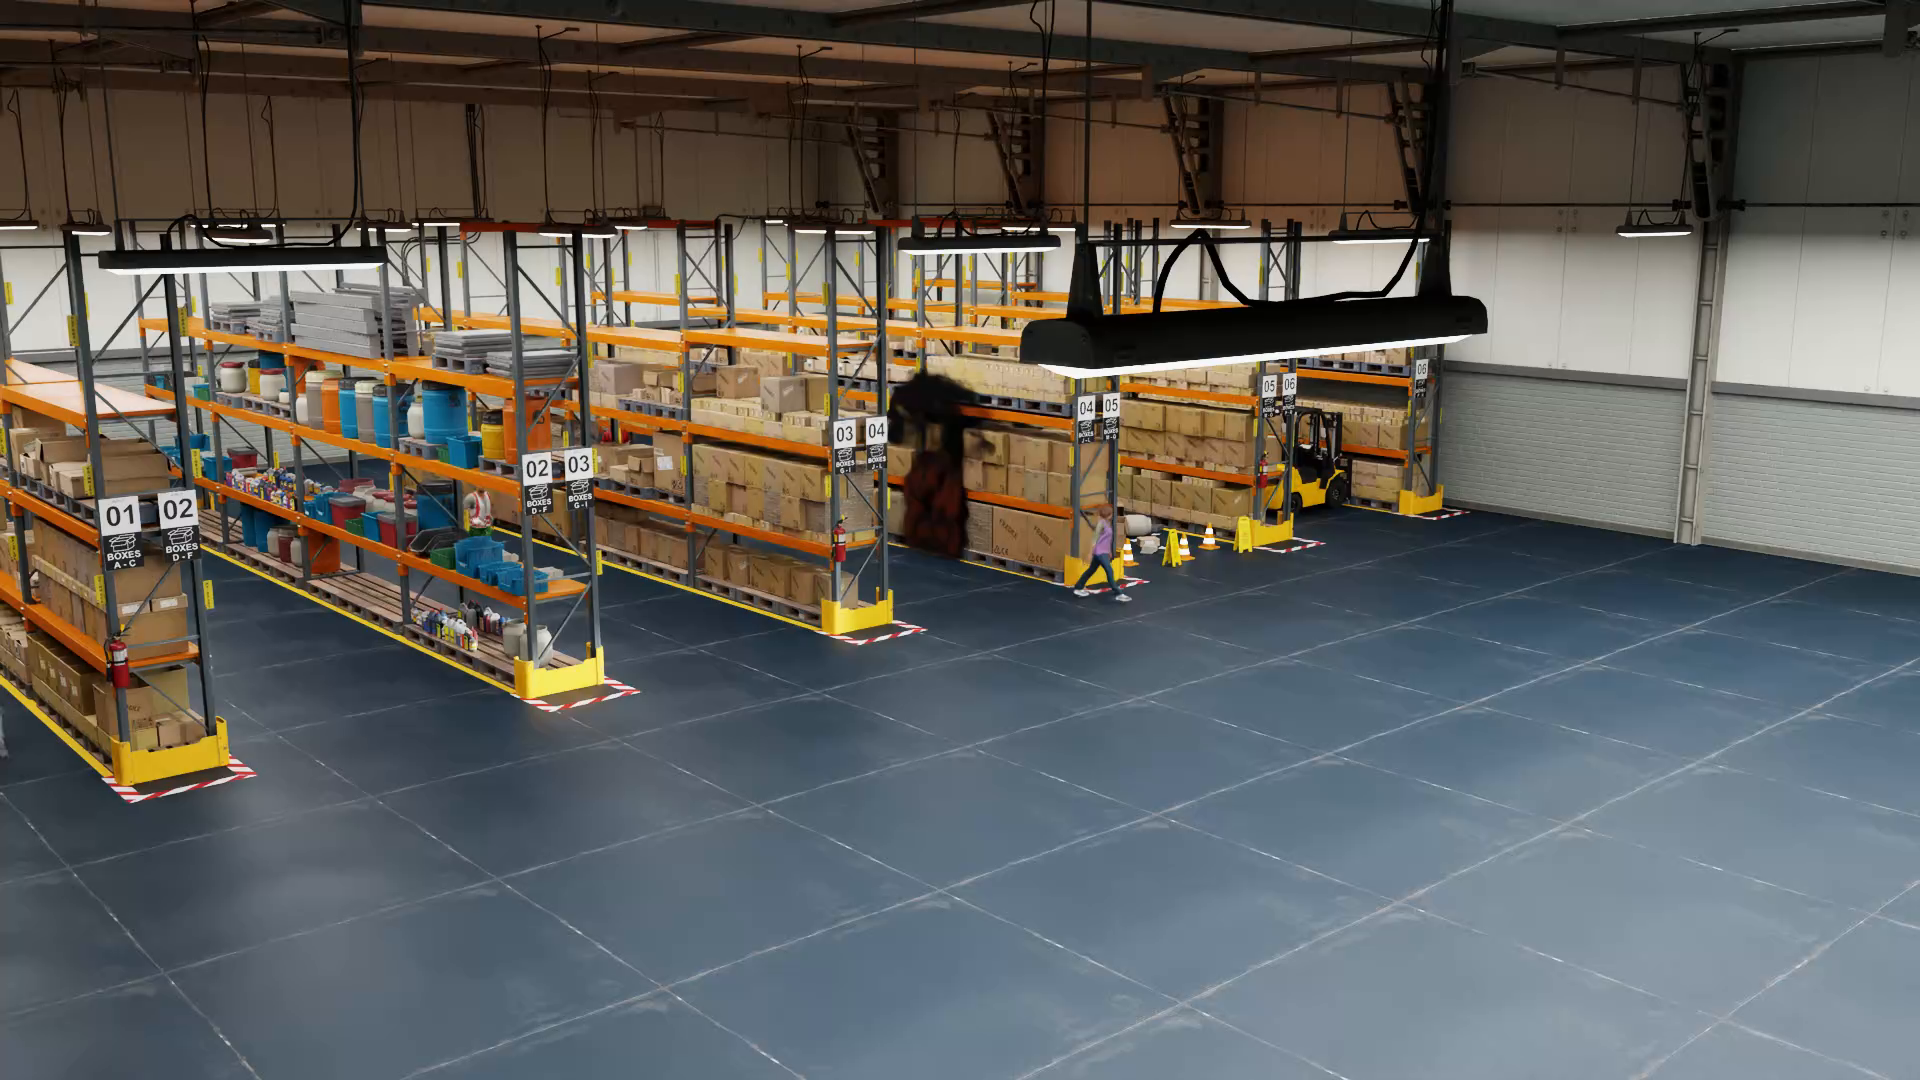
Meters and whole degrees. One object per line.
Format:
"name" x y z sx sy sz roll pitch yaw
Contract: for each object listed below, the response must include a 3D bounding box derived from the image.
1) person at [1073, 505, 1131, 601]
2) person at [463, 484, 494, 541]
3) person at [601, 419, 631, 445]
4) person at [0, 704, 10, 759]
"person" 2.314 0.193 26.911 1.006 1.516 0.488 3 12 15
"person" -8.269 -0.222 28.520 0.969 1.772 0.683 7 14 33
"person" -7.535 -1.833 36.703 0.649 1.697 0.629 -9 14 -37
"person" -11.477 1.673 19.373 0.852 1.700 0.596 11 16 43
